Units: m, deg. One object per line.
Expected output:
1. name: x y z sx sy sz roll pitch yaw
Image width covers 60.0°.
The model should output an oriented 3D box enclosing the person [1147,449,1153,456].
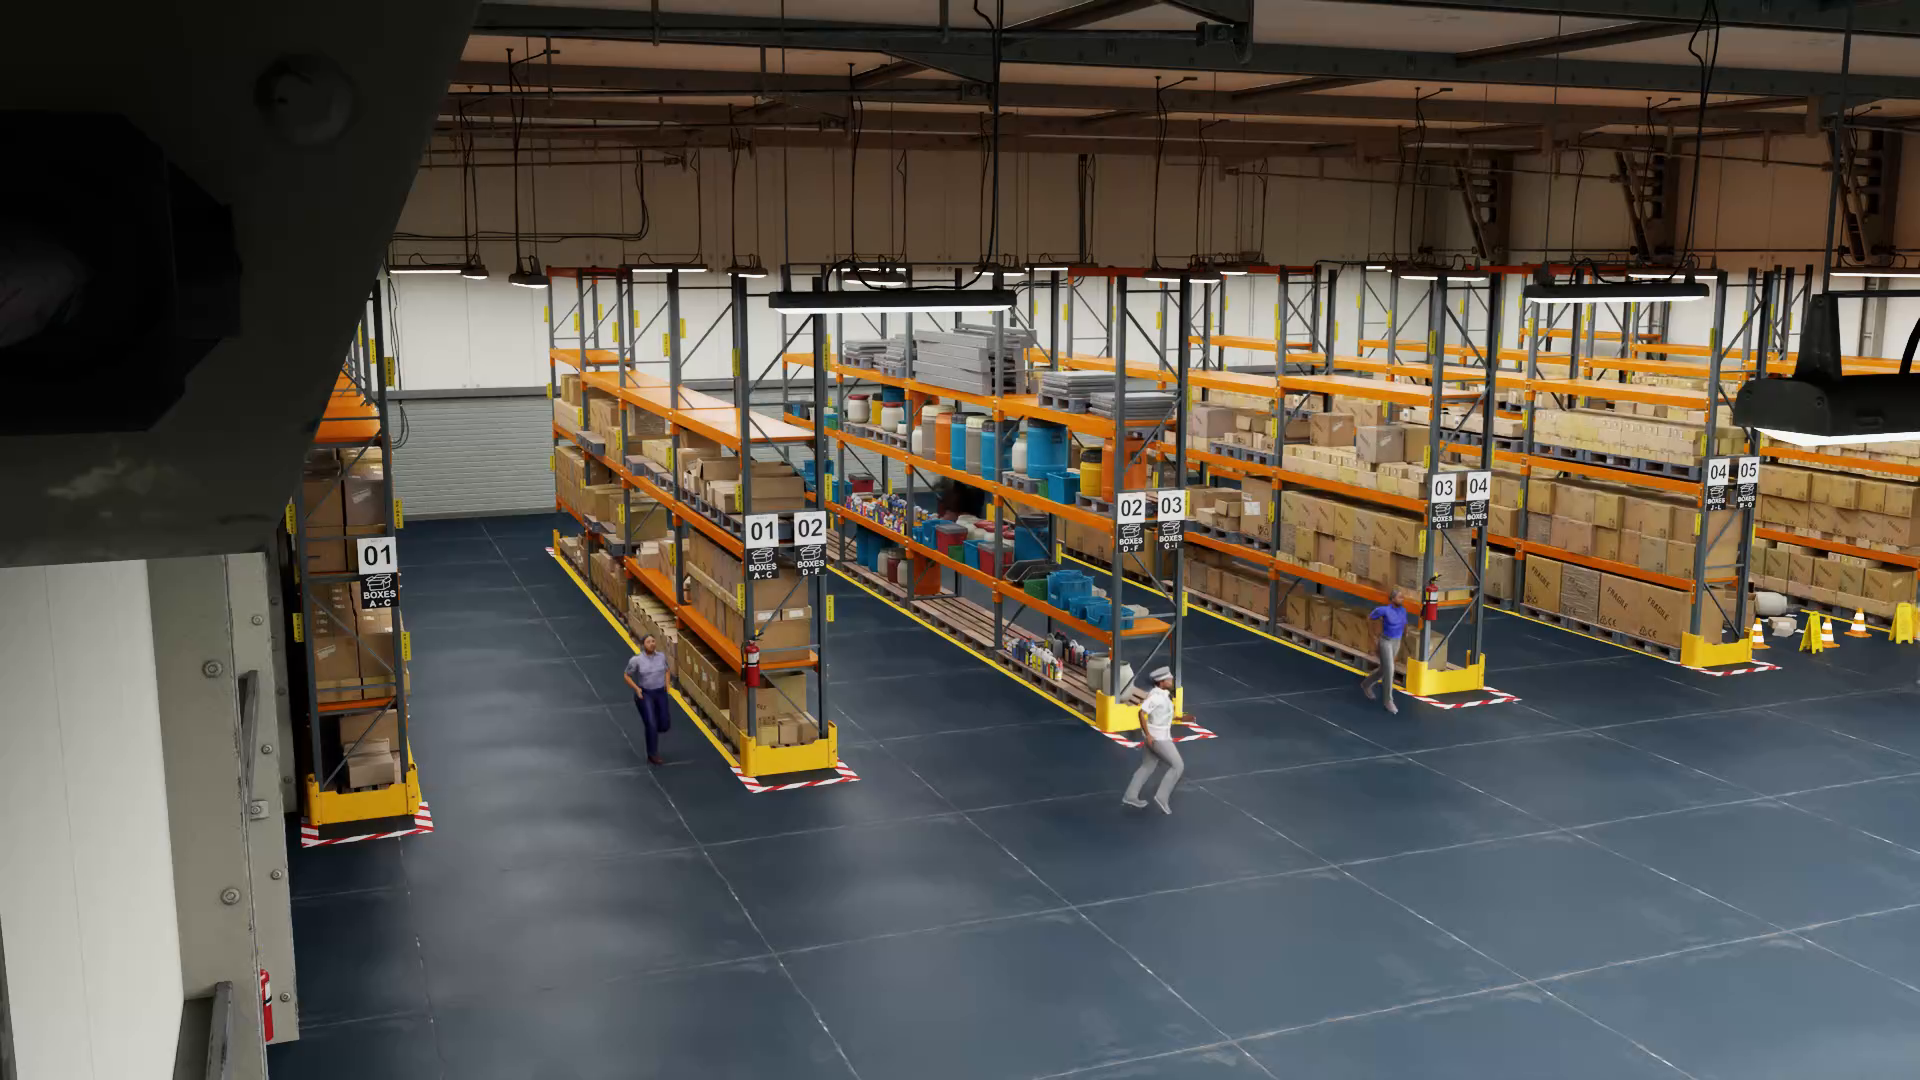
1. person: 4.367 -1.299 39.190 0.787 1.697 0.781 2 10 12

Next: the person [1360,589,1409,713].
1. person: 6.019 1.503 23.345 0.600 1.673 0.881 -6 11 -29

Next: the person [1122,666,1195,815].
1. person: 2.252 2.270 18.822 0.801 1.726 0.536 0 10 1

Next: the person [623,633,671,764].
1. person: -3.881 1.958 20.820 0.611 1.598 0.623 -6 12 -33
